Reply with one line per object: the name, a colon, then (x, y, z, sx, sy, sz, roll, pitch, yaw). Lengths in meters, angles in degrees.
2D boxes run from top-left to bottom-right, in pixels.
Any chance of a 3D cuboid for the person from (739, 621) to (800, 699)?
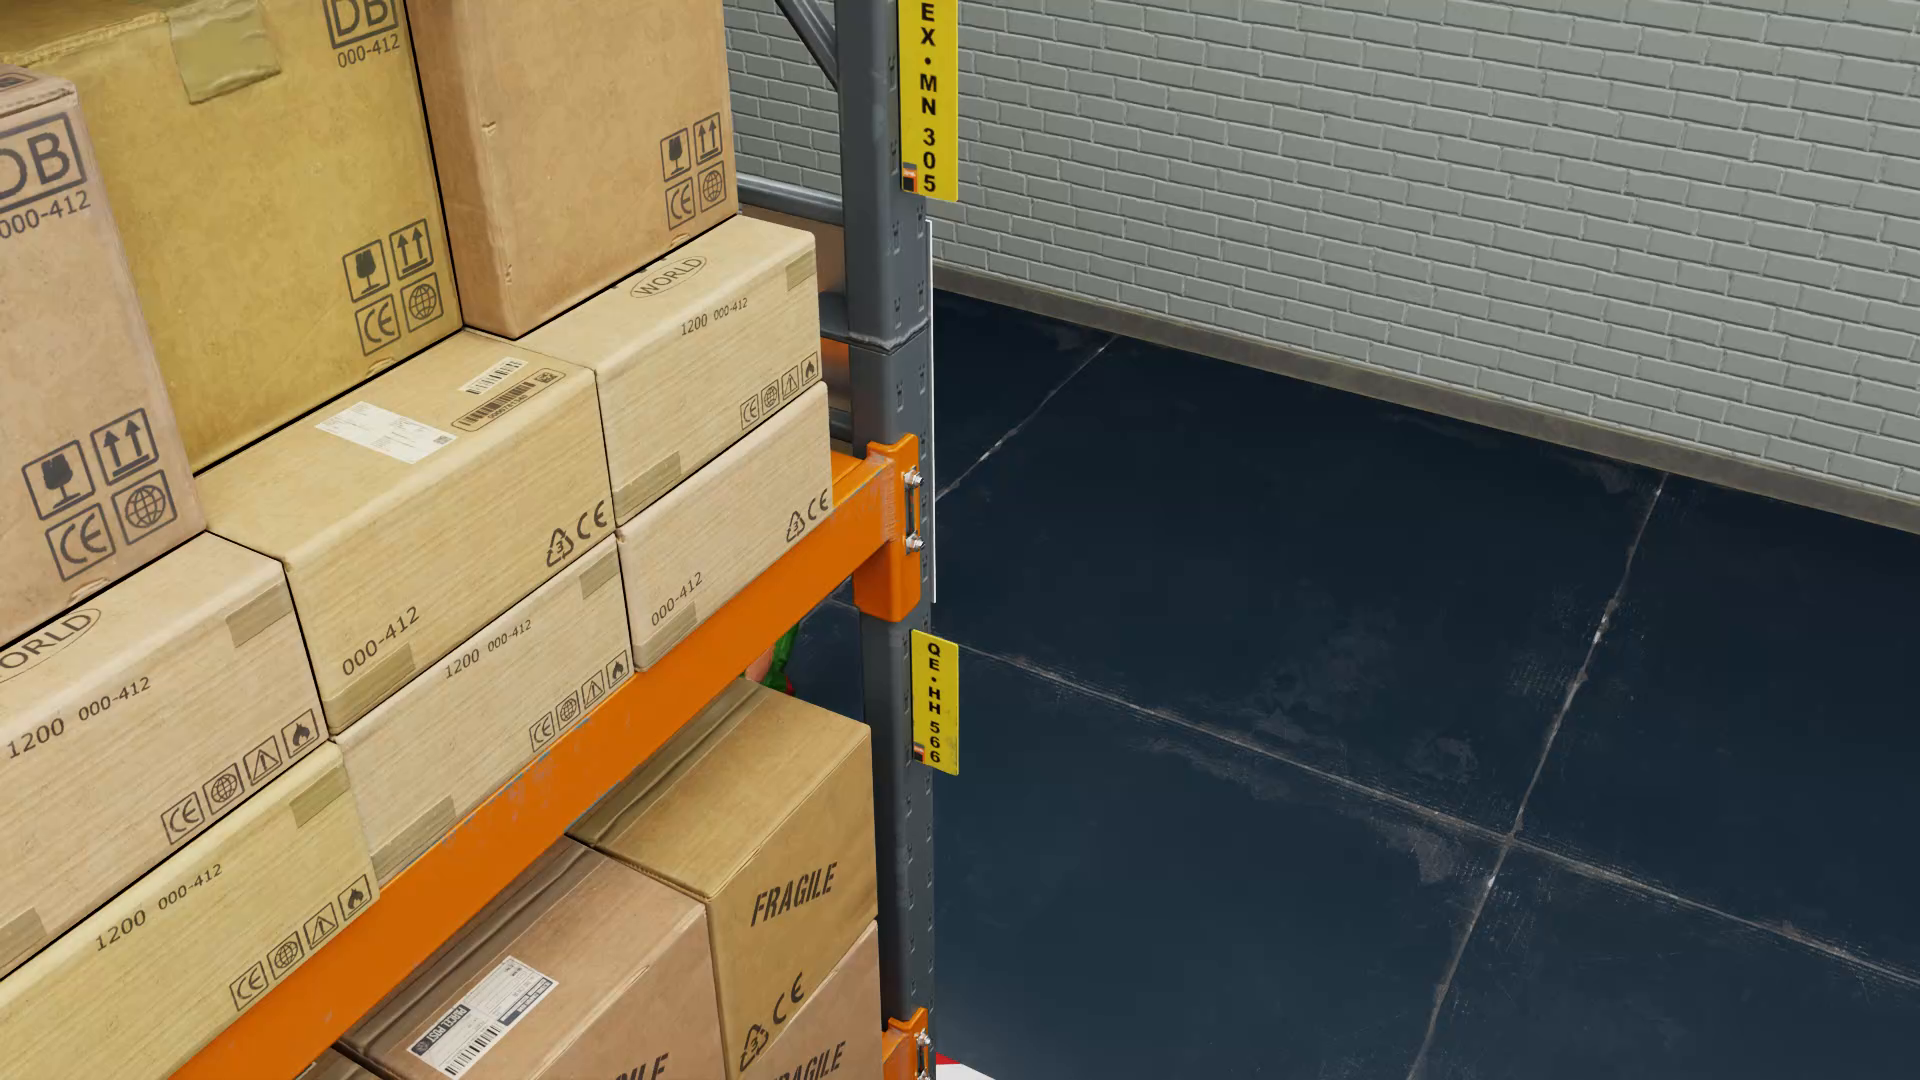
person: (-0.846, 0.275, 6.224, 0.585, 1.125, 0.852, 18, 38, 24)
